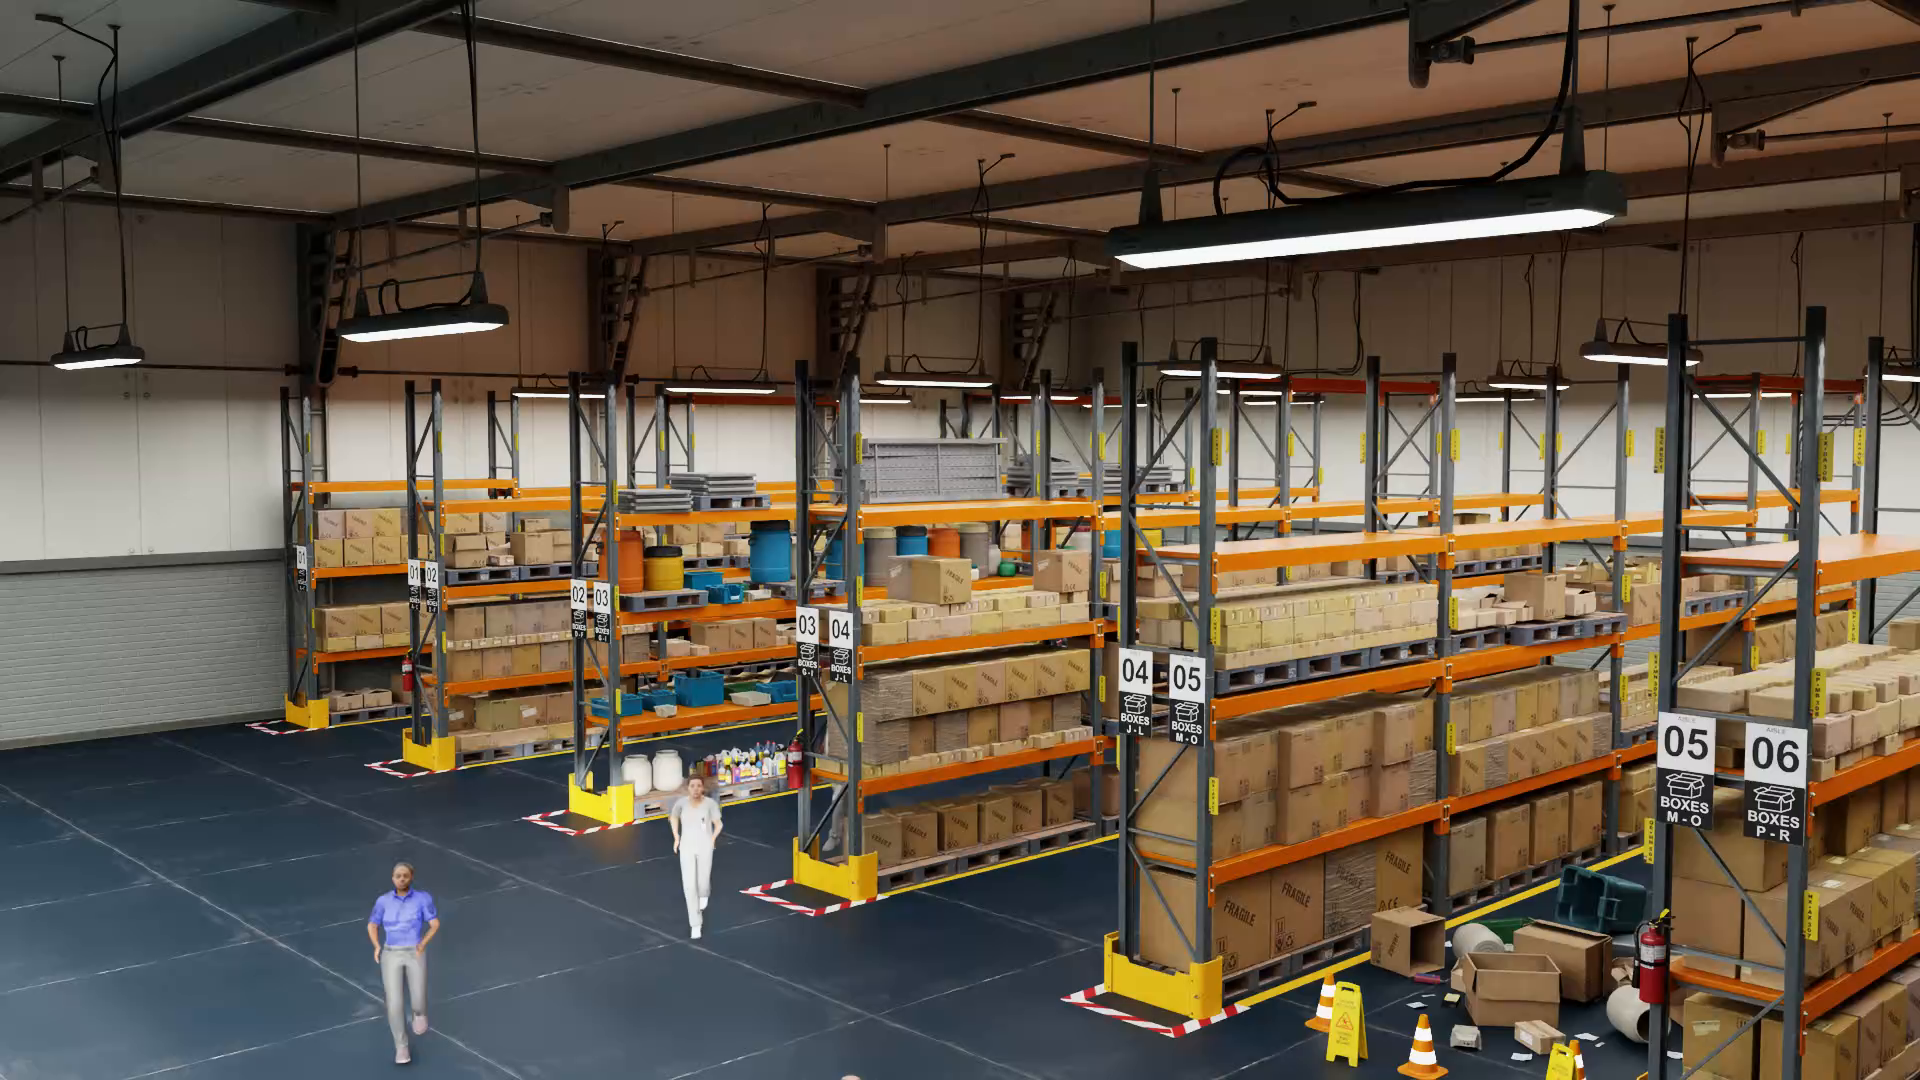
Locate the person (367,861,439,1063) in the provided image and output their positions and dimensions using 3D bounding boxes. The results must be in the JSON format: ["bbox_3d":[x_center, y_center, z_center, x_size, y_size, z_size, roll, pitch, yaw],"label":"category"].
[{"bbox_3d":[-4.635,3.474,13.848,0.577,1.605,0.644,-1,4,-14],"label":"person"}]

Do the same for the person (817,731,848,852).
[{"bbox_3d":[-1.476,2.929,20.866,0.647,1.812,0.837,3,5,43],"label":"person"}]

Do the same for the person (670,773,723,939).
[{"bbox_3d":[-2.752,3.235,17.382,0.545,1.652,0.878,0,4,-7],"label":"person"}]
